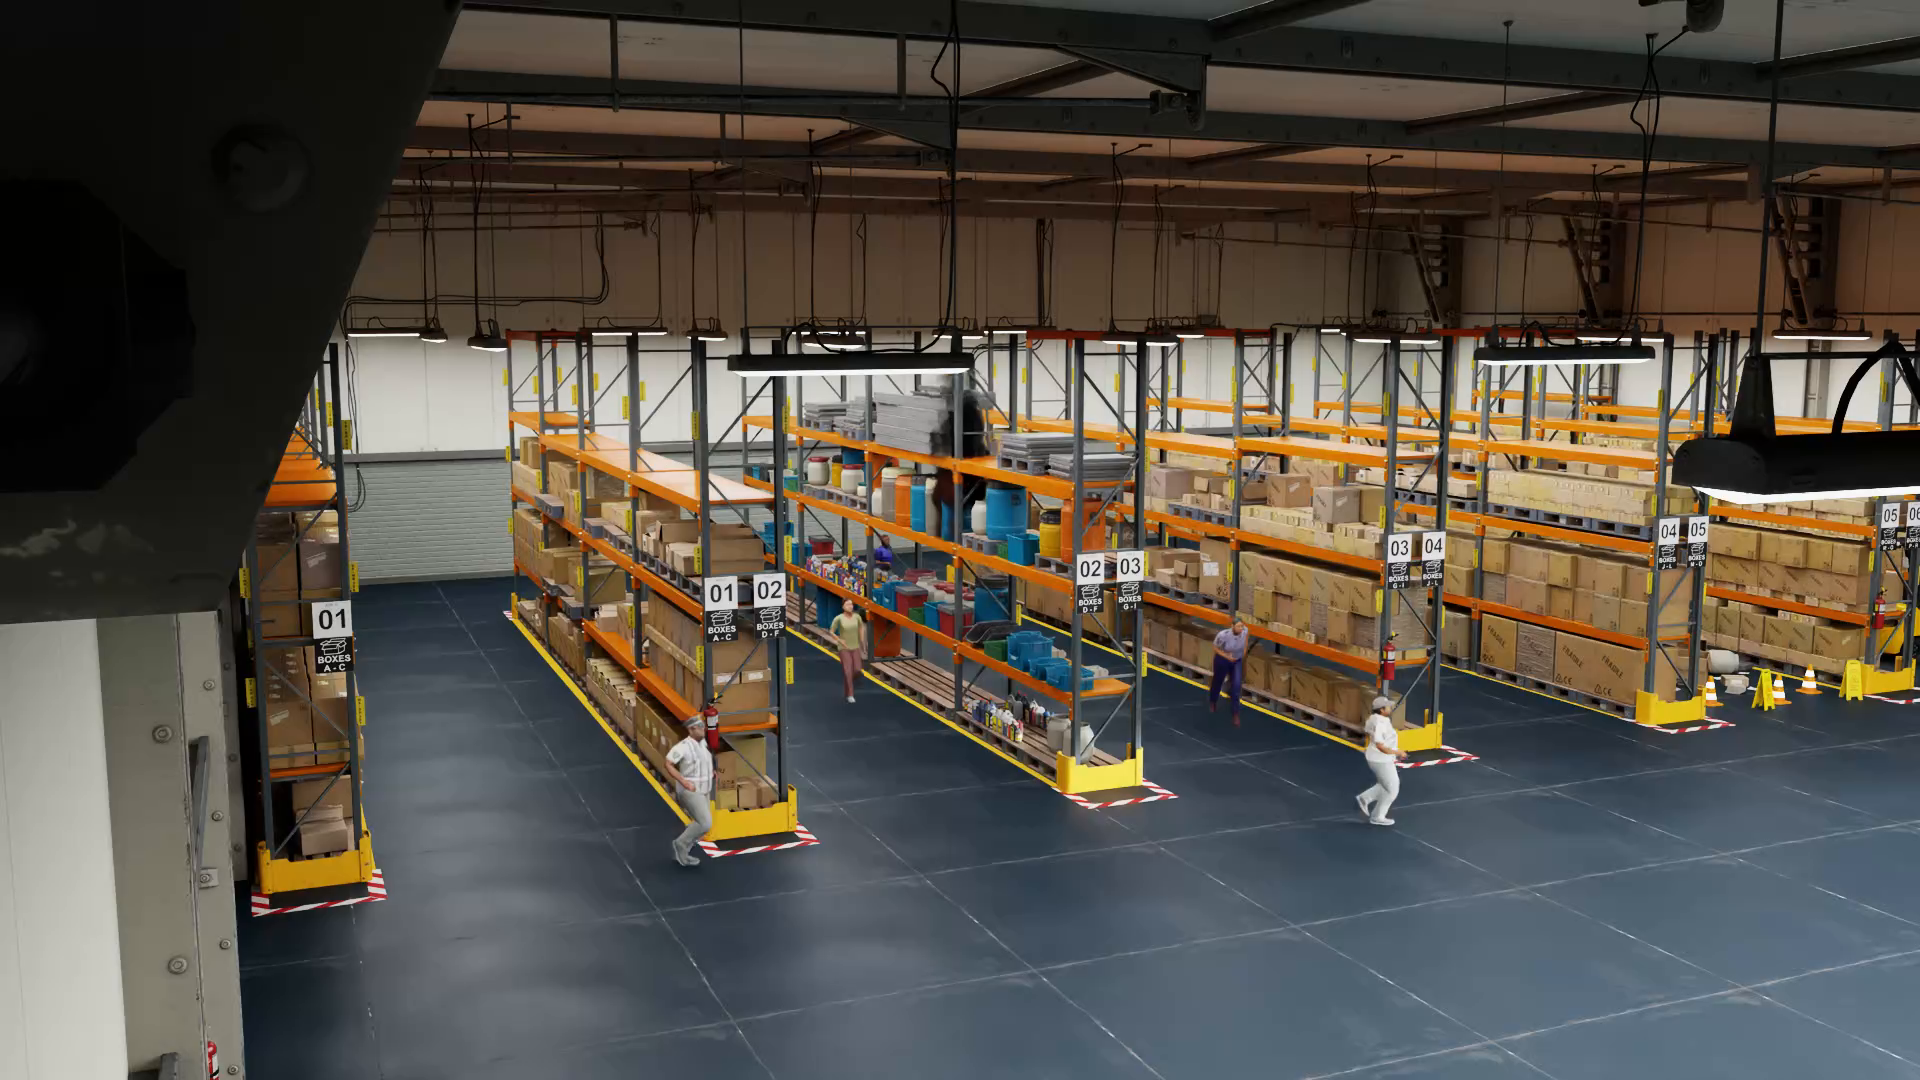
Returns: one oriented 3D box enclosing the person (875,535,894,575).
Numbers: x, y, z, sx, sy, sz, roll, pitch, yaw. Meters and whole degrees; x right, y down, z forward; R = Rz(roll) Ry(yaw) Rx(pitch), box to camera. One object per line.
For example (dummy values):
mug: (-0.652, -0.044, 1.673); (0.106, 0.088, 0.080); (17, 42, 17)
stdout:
person: (-1.602, 0.725, 35.317); (0.515, 1.706, 0.797); (-4, 9, -29)

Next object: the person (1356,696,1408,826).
person: (5.253, 2.734, 20.635); (0.539, 1.618, 0.603); (1, 8, 4)

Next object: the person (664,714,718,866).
person: (-3.033, 2.869, 19.162); (0.541, 1.740, 0.698); (3, 8, 20)

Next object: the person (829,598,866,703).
person: (-1.726, 1.714, 25.968); (0.582, 1.641, 0.475); (-3, 8, -20)

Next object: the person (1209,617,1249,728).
person: (4.018, 1.912, 24.998); (0.648, 1.649, 0.906); (-3, 8, -18)
